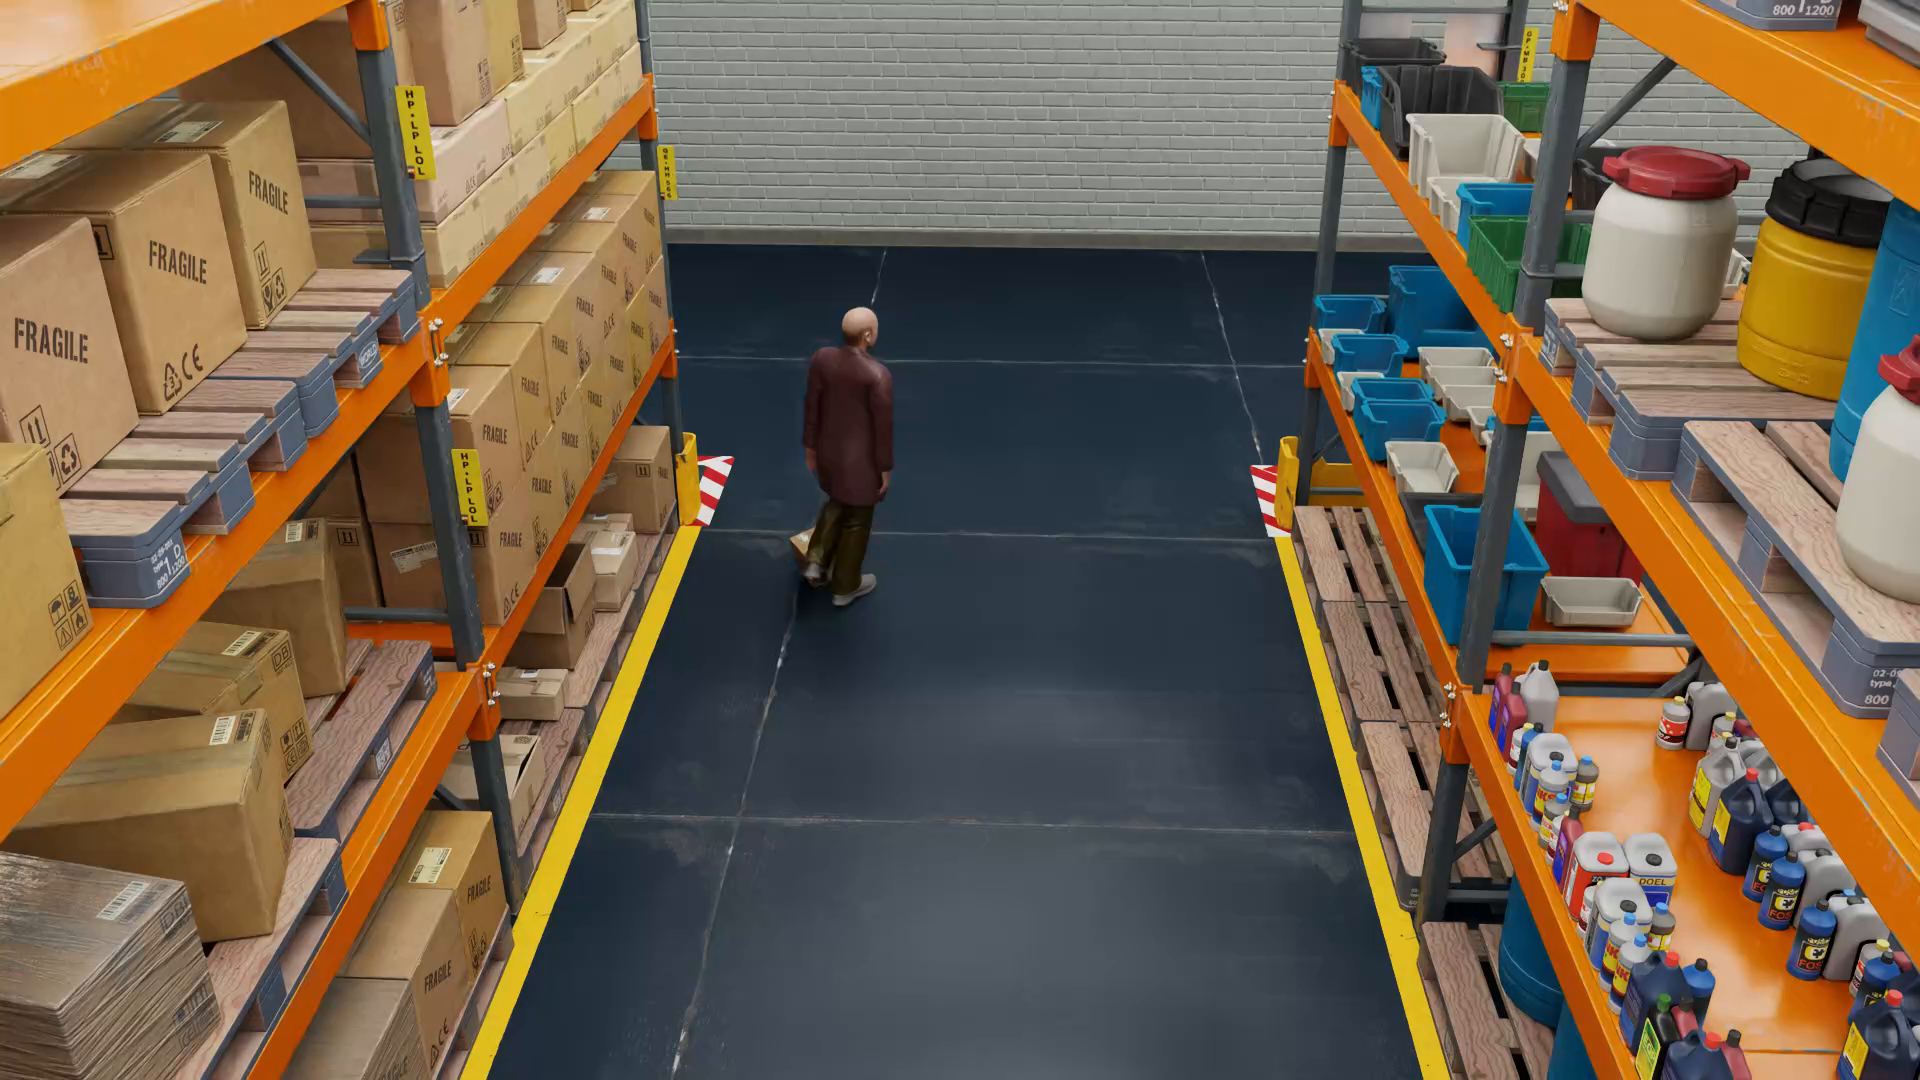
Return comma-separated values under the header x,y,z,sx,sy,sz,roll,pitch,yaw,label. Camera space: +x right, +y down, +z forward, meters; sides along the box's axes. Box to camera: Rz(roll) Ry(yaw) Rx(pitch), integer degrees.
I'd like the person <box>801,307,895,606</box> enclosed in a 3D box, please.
x,y,z,sx,sy,sz,roll,pitch,yaw,label
-0.651,-0.454,9.483,0.614,1.774,0.563,18,33,31,person
